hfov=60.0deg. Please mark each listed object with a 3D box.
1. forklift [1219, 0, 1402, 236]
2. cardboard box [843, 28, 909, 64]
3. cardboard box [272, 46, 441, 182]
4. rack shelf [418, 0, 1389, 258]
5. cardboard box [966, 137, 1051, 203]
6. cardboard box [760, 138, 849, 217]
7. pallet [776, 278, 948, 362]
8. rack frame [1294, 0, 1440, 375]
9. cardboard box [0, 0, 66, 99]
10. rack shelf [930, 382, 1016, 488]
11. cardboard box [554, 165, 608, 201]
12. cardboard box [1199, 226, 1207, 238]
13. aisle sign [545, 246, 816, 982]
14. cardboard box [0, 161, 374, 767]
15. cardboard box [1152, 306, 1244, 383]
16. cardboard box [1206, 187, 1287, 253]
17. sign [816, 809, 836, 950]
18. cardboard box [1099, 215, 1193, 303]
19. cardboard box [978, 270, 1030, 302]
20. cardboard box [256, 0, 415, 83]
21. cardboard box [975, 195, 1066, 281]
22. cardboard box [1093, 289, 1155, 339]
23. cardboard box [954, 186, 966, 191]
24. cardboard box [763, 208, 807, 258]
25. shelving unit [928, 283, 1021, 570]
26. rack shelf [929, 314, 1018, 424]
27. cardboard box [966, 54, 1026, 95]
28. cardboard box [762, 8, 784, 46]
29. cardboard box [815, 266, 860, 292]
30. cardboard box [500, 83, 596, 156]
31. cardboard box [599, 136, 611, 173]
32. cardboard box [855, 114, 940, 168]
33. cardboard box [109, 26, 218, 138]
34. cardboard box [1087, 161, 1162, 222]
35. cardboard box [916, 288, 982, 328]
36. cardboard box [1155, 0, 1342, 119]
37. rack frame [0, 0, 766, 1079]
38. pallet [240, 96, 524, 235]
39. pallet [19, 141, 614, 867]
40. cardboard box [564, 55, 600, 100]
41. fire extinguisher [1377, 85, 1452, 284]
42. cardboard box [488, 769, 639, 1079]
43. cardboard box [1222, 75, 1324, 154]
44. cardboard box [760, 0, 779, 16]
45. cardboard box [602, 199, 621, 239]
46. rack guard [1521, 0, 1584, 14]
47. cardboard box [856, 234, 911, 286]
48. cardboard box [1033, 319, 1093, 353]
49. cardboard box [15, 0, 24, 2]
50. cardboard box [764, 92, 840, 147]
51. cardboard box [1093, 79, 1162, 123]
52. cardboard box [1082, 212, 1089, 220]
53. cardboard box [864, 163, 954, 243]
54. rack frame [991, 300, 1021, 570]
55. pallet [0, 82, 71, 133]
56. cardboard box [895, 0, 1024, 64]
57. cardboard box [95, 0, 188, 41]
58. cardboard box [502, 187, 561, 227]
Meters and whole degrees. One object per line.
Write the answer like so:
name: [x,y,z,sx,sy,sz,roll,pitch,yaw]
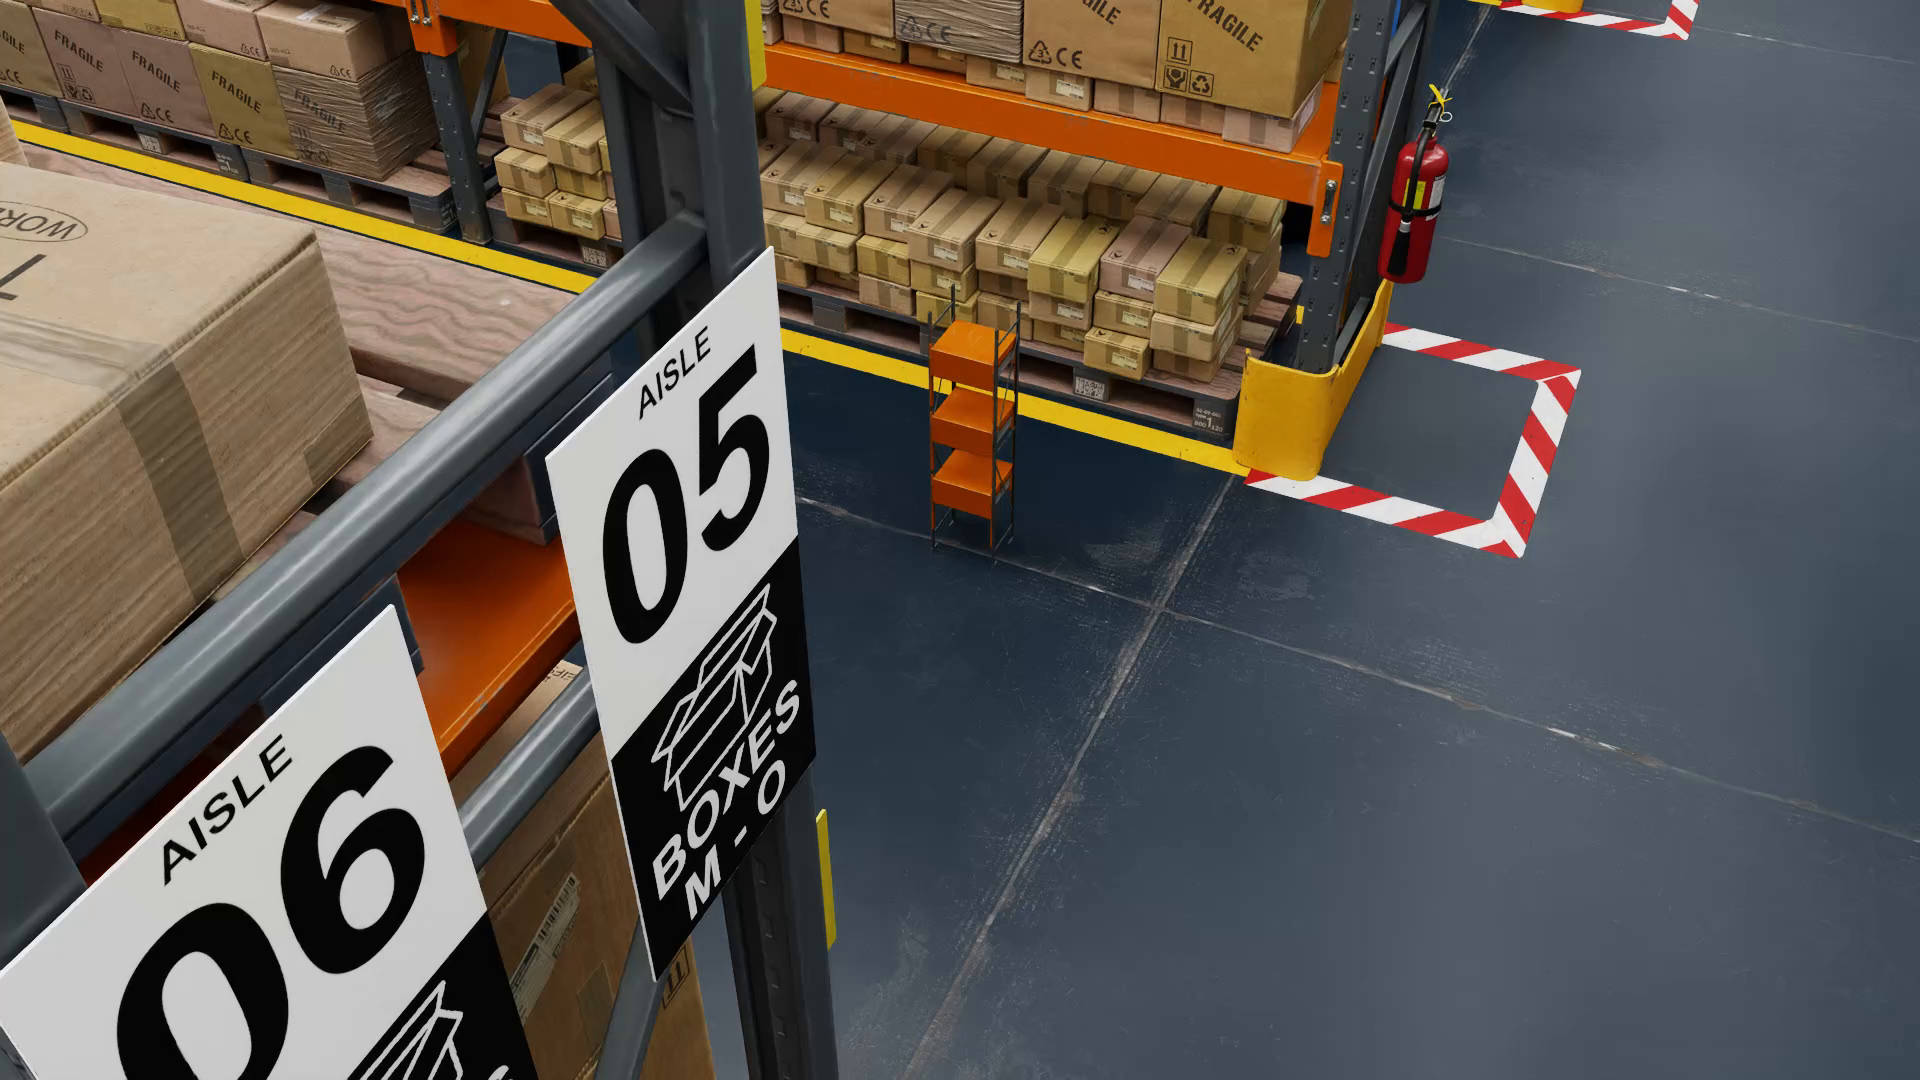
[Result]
forklift: [0.589,-3.204,7.709,3.031,2.935,1.130,18,44,19]
cardboard box: [-0.257,-2.022,6.485,0.250,0.149,0.380,18,44,19]
cardboard box: [-2.867,-2.099,7.970,0.500,0.500,0.500,16,43,18]
rack shelf: [-0.277,-2.004,6.821,4.000,0.370,1.077,17,44,19]
cardboard box: [0.222,-1.628,7.239,0.250,0.149,0.380,19,44,20]
cardboard box: [-0.667,-1.561,7.163,0.250,0.149,0.380,15,43,17]
pallet: [-0.357,-1.274,7.559,1.213,0.211,1.003,17,44,19]
rack frame: [1.535,-1.722,5.946,0.127,3.000,1.000,17,44,19]
cardboard box: [-4.725,-2.667,8.625,0.500,0.500,0.500,17,44,19]
rack shelf: [0.048,-0.374,5.896,0.240,0.259,0.215,17,44,19]
cardboard box: [-1.629,-1.716,7.569,0.250,0.149,0.380,17,44,19]
cardboard box: [0.944,-1.323,7.115,0.250,0.149,0.380,17,44,18]
aisle sign: [-0.278,0.110,1.849,0.004,0.787,0.394,17,44,19]
cardboard box: [-0.912,-0.100,1.503,0.500,0.250,0.500,13,43,15]
cardboard box: [0.970,-0.825,6.768,0.250,0.149,0.380,18,44,19]
cardboard box: [1.204,-1.375,6.948,0.250,0.149,0.380,15,43,17]
sign: [-0.226,0.559,2.593,0.005,0.325,0.100,17,44,19]
cardboard box: [0.745,-1.128,6.663,0.250,0.149,0.380,18,44,19]
cardboard box: [0.264,-1.171,6.940,0.250,0.149,0.380,16,44,18]
cardboard box: [-2.872,-2.383,7.725,0.500,0.250,0.500,16,43,18]
cardboard box: [0.248,-1.234,6.785,0.250,0.149,0.380,15,43,17]
cardboard box: [0.722,-0.997,6.739,0.250,0.149,0.380,16,43,18]
cardboard box: [-0.045,-1.541,7.366,0.250,0.149,0.380,19,44,21]
cardboard box: [-0.709,-1.396,7.199,0.250,0.149,0.380,17,44,18]
shelving unit: [0.048,-0.382,5.889,0.252,1.050,0.215,17,44,19]
rack shelf: [0.048,-0.588,5.710,0.240,0.259,0.215,17,44,19]
cardboard box: [0.209,-1.848,6.284,0.250,0.149,0.380,15,43,17]
cardboard box: [-0.758,-2.126,6.605,0.250,0.149,0.380,19,44,20]
cardboard box: [-0.433,-1.257,7.266,0.250,0.149,0.380,18,44,20]
cardboard box: [-1.865,-1.917,7.574,0.250,0.149,0.380,19,44,20]
cardboard box: [-1.391,-1.765,7.398,0.250,0.149,0.380,16,44,18]
cardboard box: [-0.265,-1.740,7.370,0.250,0.149,0.380,17,44,19]
cardboard box: [-3.795,-2.386,8.301,0.500,0.500,0.500,16,43,18]
cardboard box: [0.729,-1.526,7.122,0.250,0.149,0.380,17,44,19]
cardboard box: [0.004,-1.055,7.033,0.250,0.149,0.380,15,43,17]
cardboard box: [1.019,-1.844,5.784,0.500,0.500,0.500,18,44,19]
rack frame: [-0.466,-1.023,0.560,0.127,3.000,1.000,17,44,19]
pallet: [-2.796,-1.991,8.385,1.213,0.211,1.003,17,44,19]
pallet: [-1.143,-0.055,1.801,1.213,0.211,1.003,17,44,19]
cardboard box: [-1.657,-2.192,7.890,0.250,0.149,0.380,18,44,20]
fire extinguisher: [1.568,-1.208,5.697,0.183,0.674,0.296,17,44,19]
cardboard box: [-0.781,0.527,2.513,0.500,0.500,0.500,16,43,18]
cardboard box: [1.120,-1.550,5.939,0.250,0.149,0.380,17,44,19]
cardboard box: [-0.855,-2.399,6.425,0.500,0.500,0.500,16,43,18]
cardboard box: [-1.407,-1.508,7.555,0.250,0.149,0.380,17,44,18]
rack guard: [3.745,-3.687,10.122,0.348,0.500,1.175,17,44,19]
cardboard box: [-0.235,-1.253,7.034,0.250,0.149,0.380,19,44,21]
cardboard box: [0.491,-0.961,6.924,0.250,0.149,0.380,17,44,18]
cardboard box: [-4.733,-2.960,8.390,0.500,0.250,0.500,16,44,18]
cardboard box: [-0.694,-1.942,7.602,0.250,0.149,0.380,15,43,17]
cardboard box: [0.677,-1.701,6.114,0.250,0.149,0.380,17,44,18]
cardboard box: [0.499,-1.473,7.288,0.250,0.149,0.380,18,44,20]
cardboard box: [-0.211,-1.414,6.993,0.250,0.149,0.380,16,43,17]
rack frame: [0.159,-0.348,5.850,0.008,1.050,0.200,17,44,19]
pallet: [-5.007,-2.666,9.165,1.213,0.211,1.003,17,44,19]
cardboard box: [0.091,-2.124,6.107,0.500,0.500,0.500,17,44,19]
cardboard box: [-3.817,-2.672,8.057,0.500,0.250,0.500,15,43,17]
cardboard box: [-1.896,-1.620,7.684,0.250,0.149,0.380,15,43,17]
